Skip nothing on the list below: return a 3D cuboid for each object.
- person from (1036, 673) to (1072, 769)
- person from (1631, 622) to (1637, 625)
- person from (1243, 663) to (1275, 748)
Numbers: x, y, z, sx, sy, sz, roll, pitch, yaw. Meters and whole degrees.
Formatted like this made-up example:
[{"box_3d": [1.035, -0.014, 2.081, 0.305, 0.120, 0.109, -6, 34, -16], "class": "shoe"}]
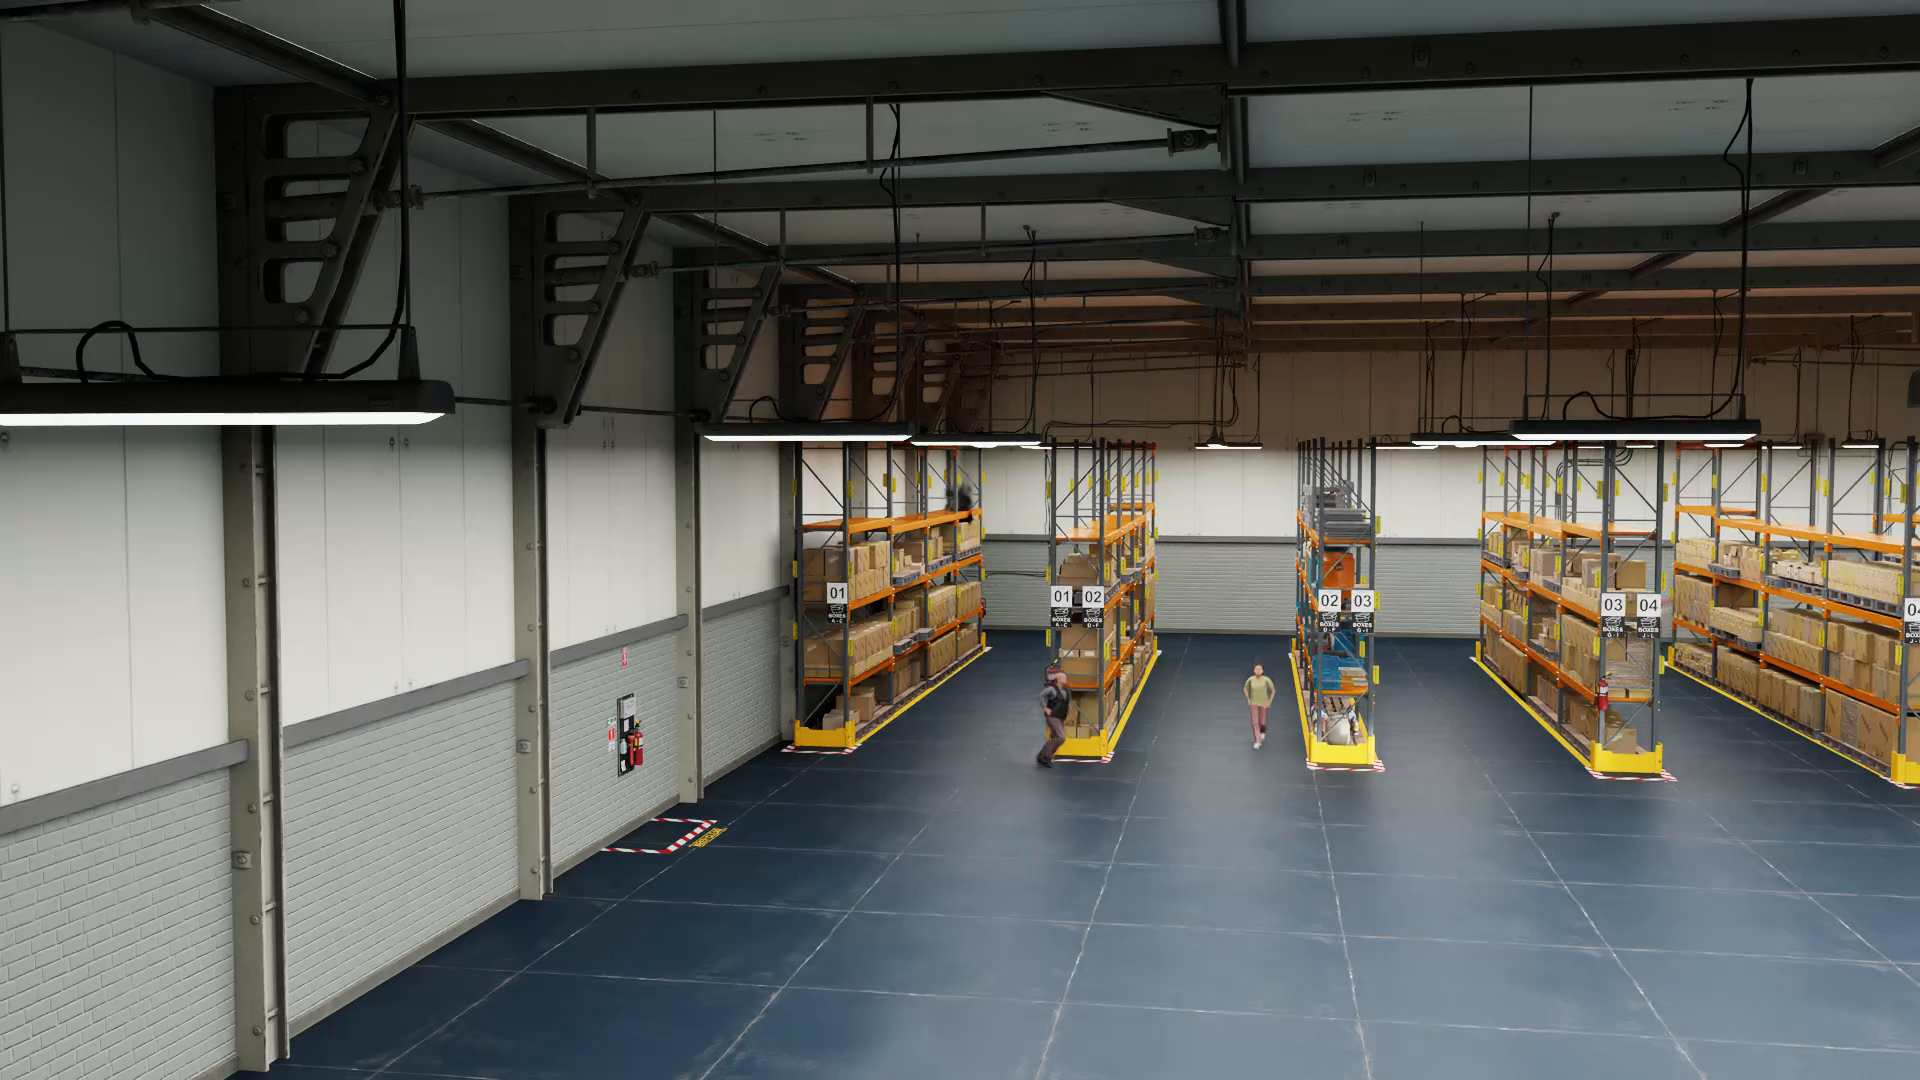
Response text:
[{"box_3d": [1.749, 3.273, 30.292, 0.661, 1.700, 0.690, 2, 4, 38], "class": "person"}, {"box_3d": [17.556, 2.569, 43.330, 0.766, 1.788, 0.719, 1, 3, 20], "class": "person"}, {"box_3d": [5.816, 3.214, 32.350, 0.605, 1.606, 0.642, 1, 3, 13], "class": "person"}]
